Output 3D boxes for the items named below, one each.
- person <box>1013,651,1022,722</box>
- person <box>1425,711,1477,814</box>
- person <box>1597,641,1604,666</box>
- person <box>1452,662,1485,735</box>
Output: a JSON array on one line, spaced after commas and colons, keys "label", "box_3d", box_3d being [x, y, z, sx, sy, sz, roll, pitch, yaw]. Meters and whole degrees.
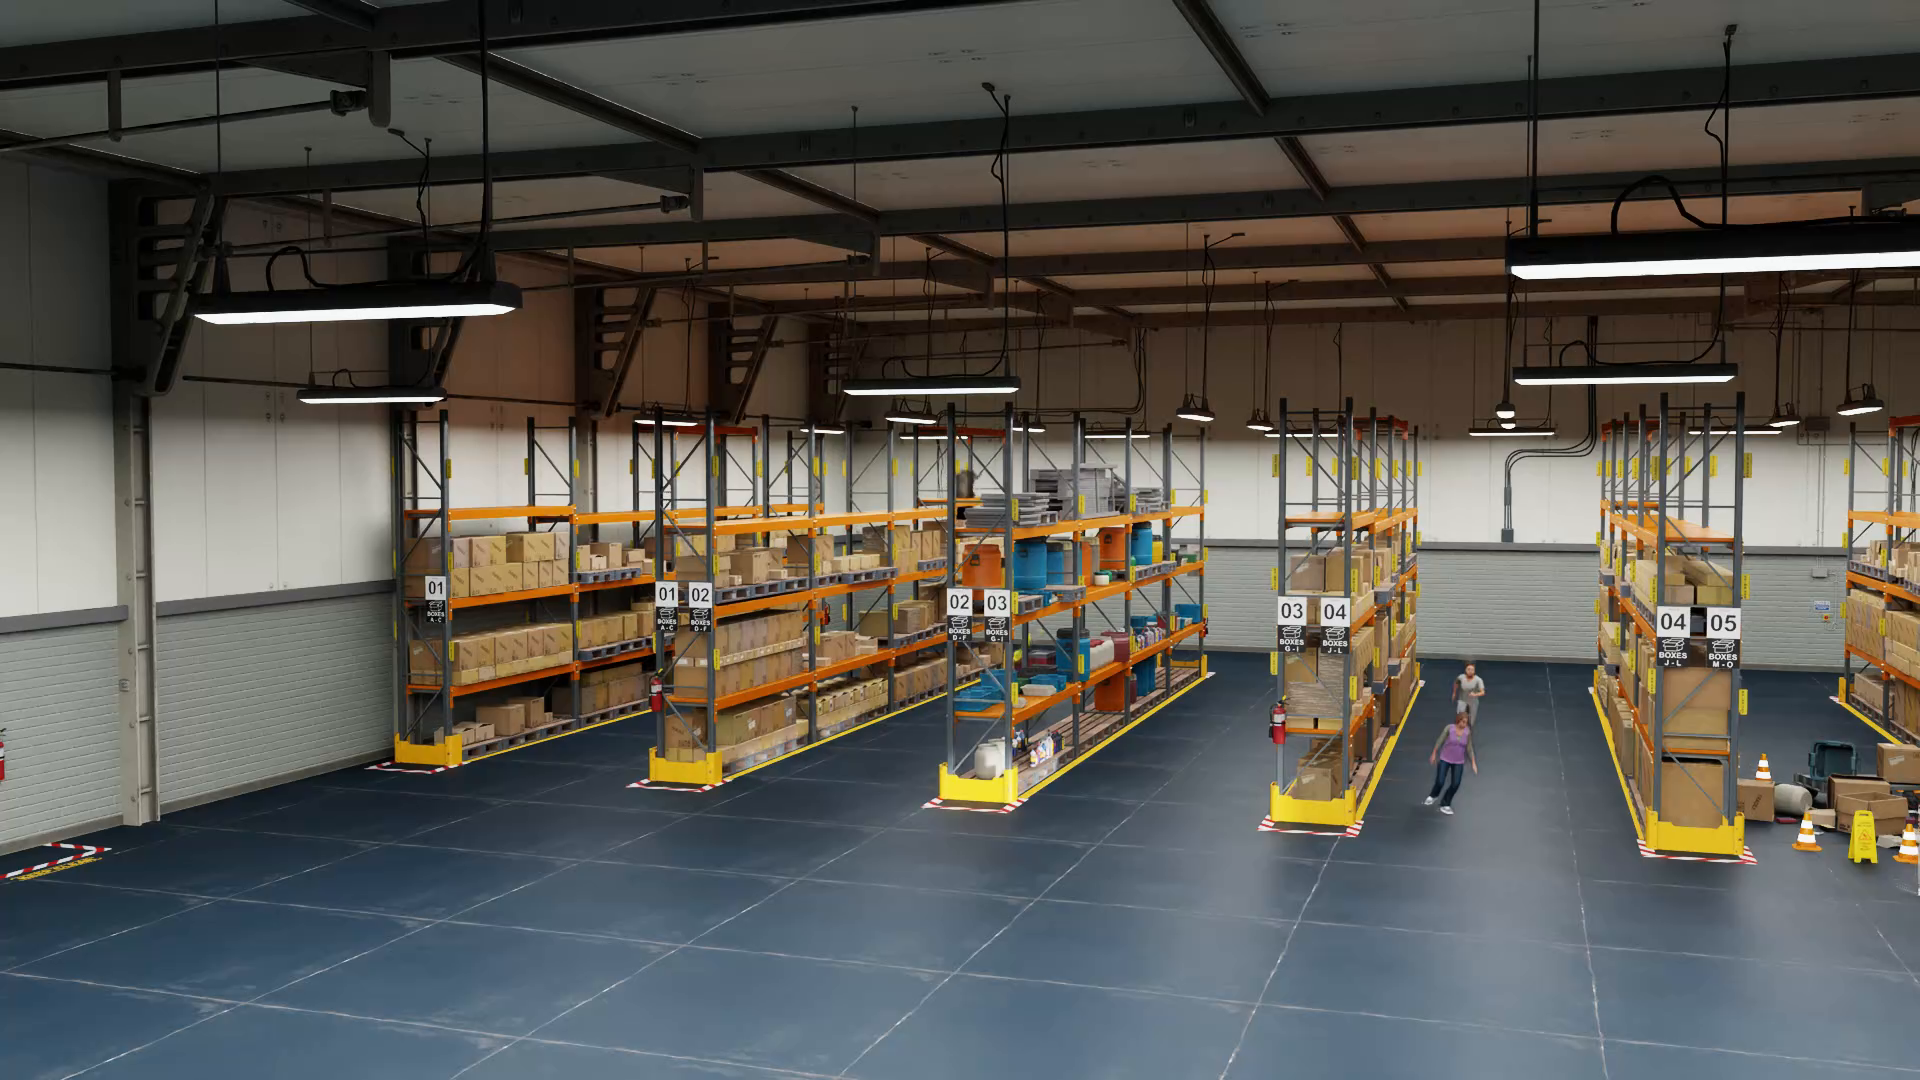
[{"label": "person", "box_3d": [1.164, 2.858, 32.482, 0.729, 1.471, 0.936, 1, 3, 28]}, {"label": "person", "box_3d": [7.097, 3.202, 24.038, 0.659, 1.519, 0.607, 0, 2, 1]}, {"label": "person", "box_3d": [14.953, 2.552, 37.931, 0.798, 1.772, 0.651, 1, 2, 12]}, {"label": "person", "box_3d": [9.114, 2.937, 29.827, 0.561, 1.539, 0.918, 1, 3, 16]}]
